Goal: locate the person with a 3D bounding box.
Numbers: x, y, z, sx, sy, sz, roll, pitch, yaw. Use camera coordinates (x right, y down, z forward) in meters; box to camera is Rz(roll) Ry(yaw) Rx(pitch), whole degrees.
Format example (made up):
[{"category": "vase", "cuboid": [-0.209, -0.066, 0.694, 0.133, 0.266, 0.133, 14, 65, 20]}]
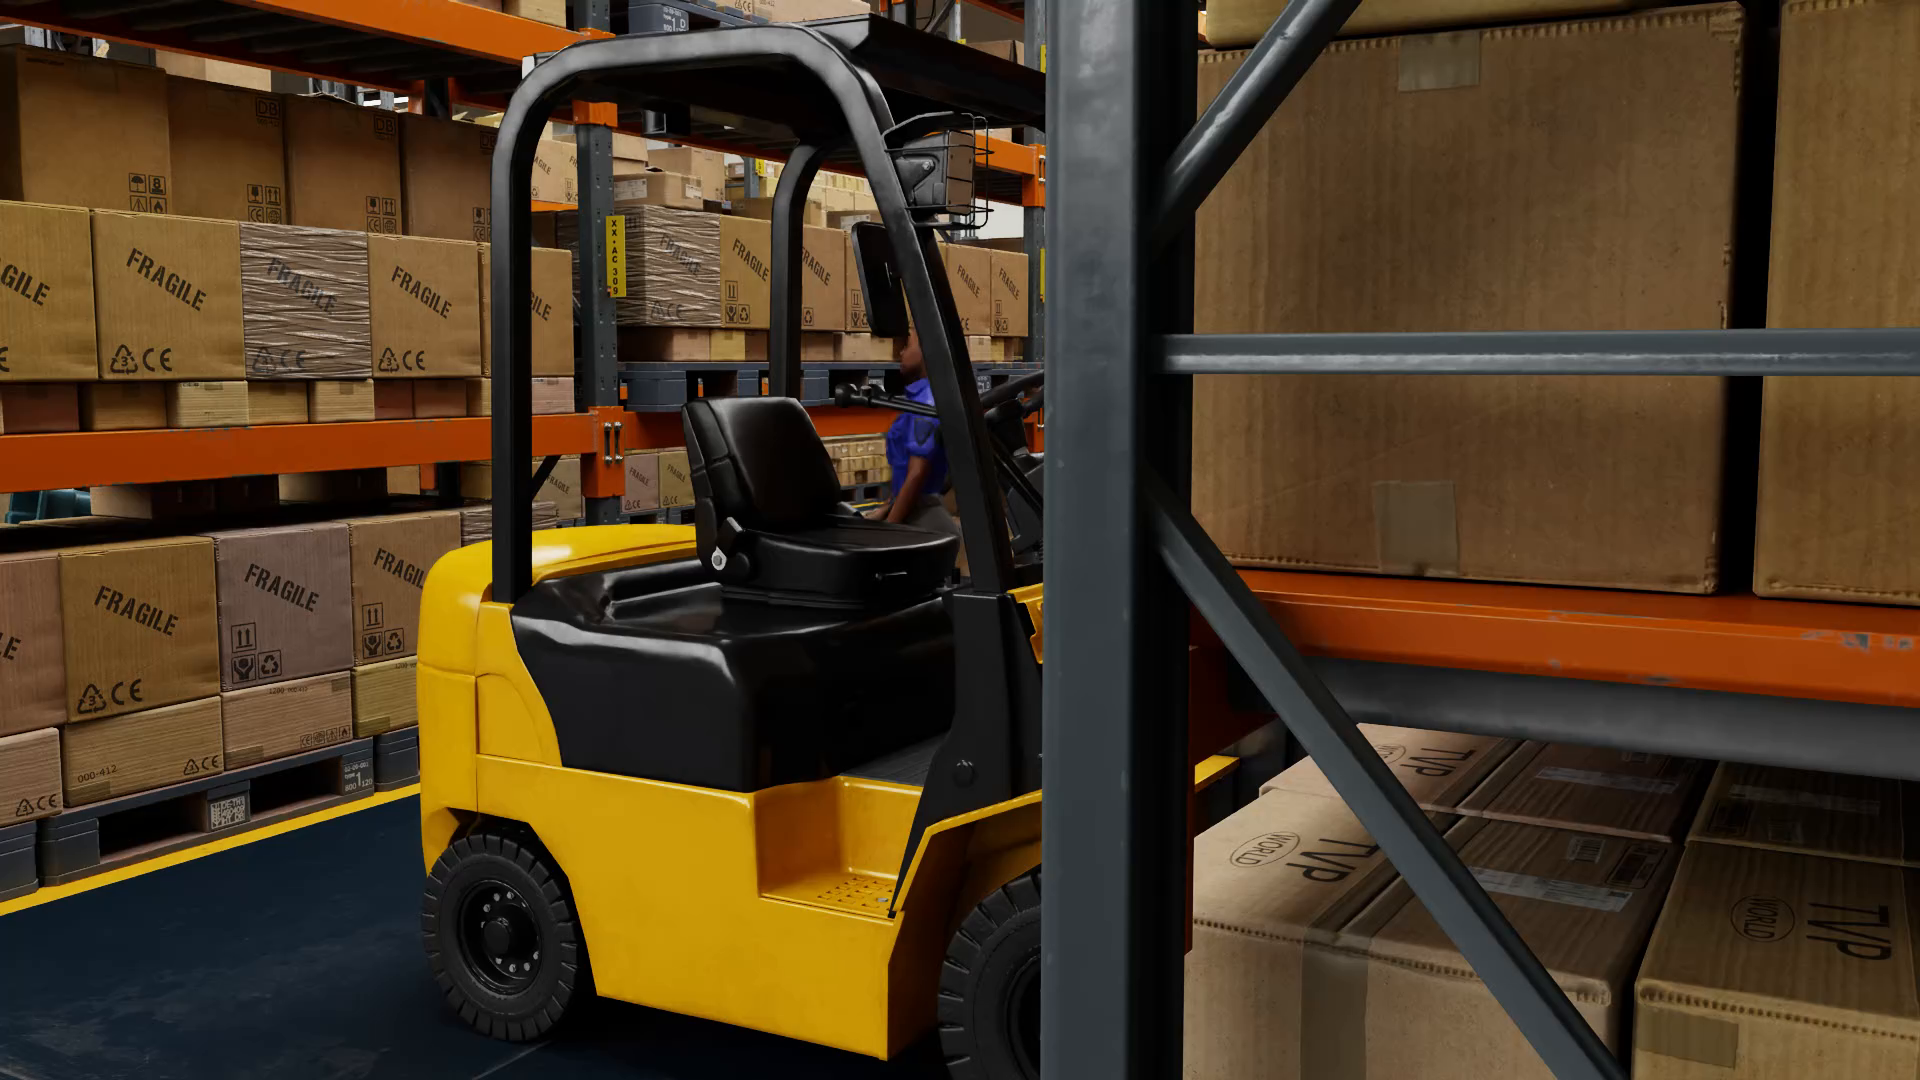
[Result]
[{"category": "person", "cuboid": [-0.224, 0.005, 6.246, 0.497, 1.658, 0.480, 0, 6, -4]}]
